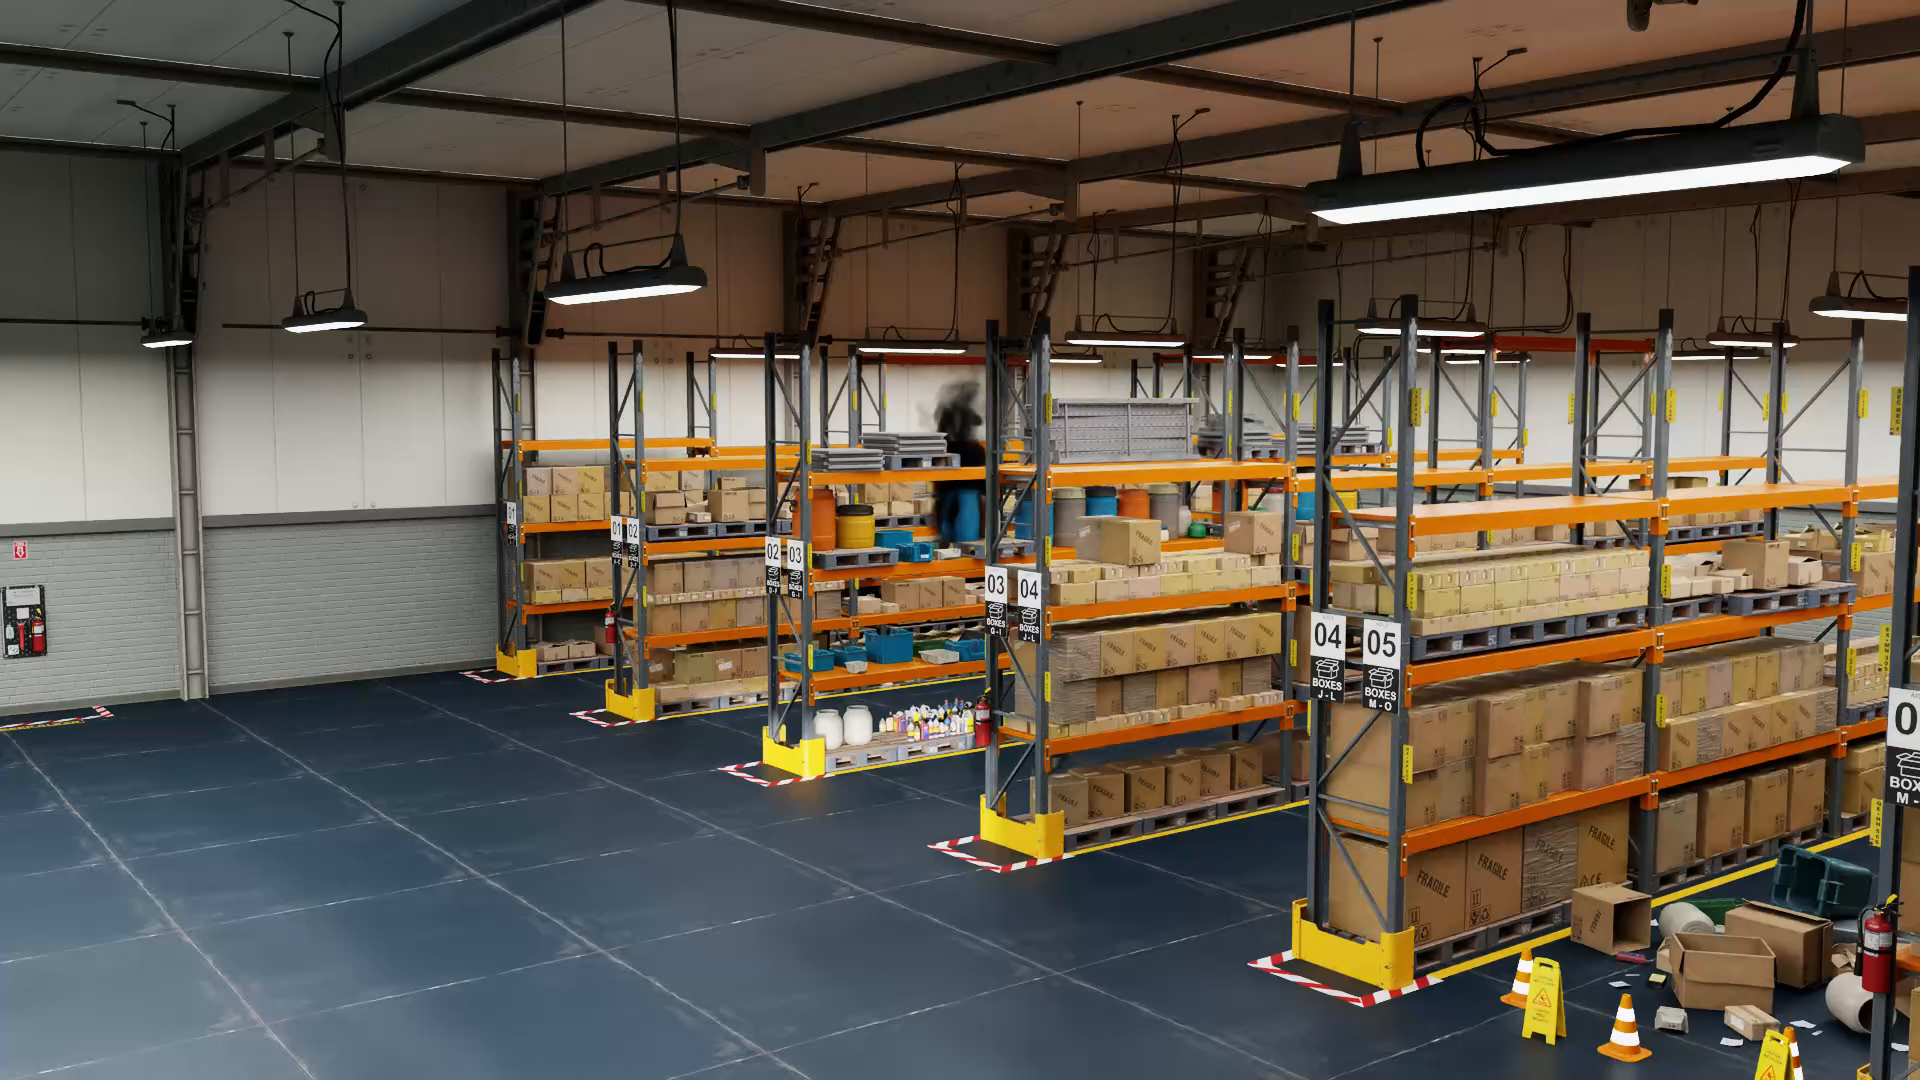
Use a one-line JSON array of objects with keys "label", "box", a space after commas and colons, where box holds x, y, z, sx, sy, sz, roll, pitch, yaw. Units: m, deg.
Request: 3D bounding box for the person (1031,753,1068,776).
[{"label": "person", "box": [1.144, 2.090, 21.330, 0.701, 1.829, 0.890, 4, 7, 41]}]
